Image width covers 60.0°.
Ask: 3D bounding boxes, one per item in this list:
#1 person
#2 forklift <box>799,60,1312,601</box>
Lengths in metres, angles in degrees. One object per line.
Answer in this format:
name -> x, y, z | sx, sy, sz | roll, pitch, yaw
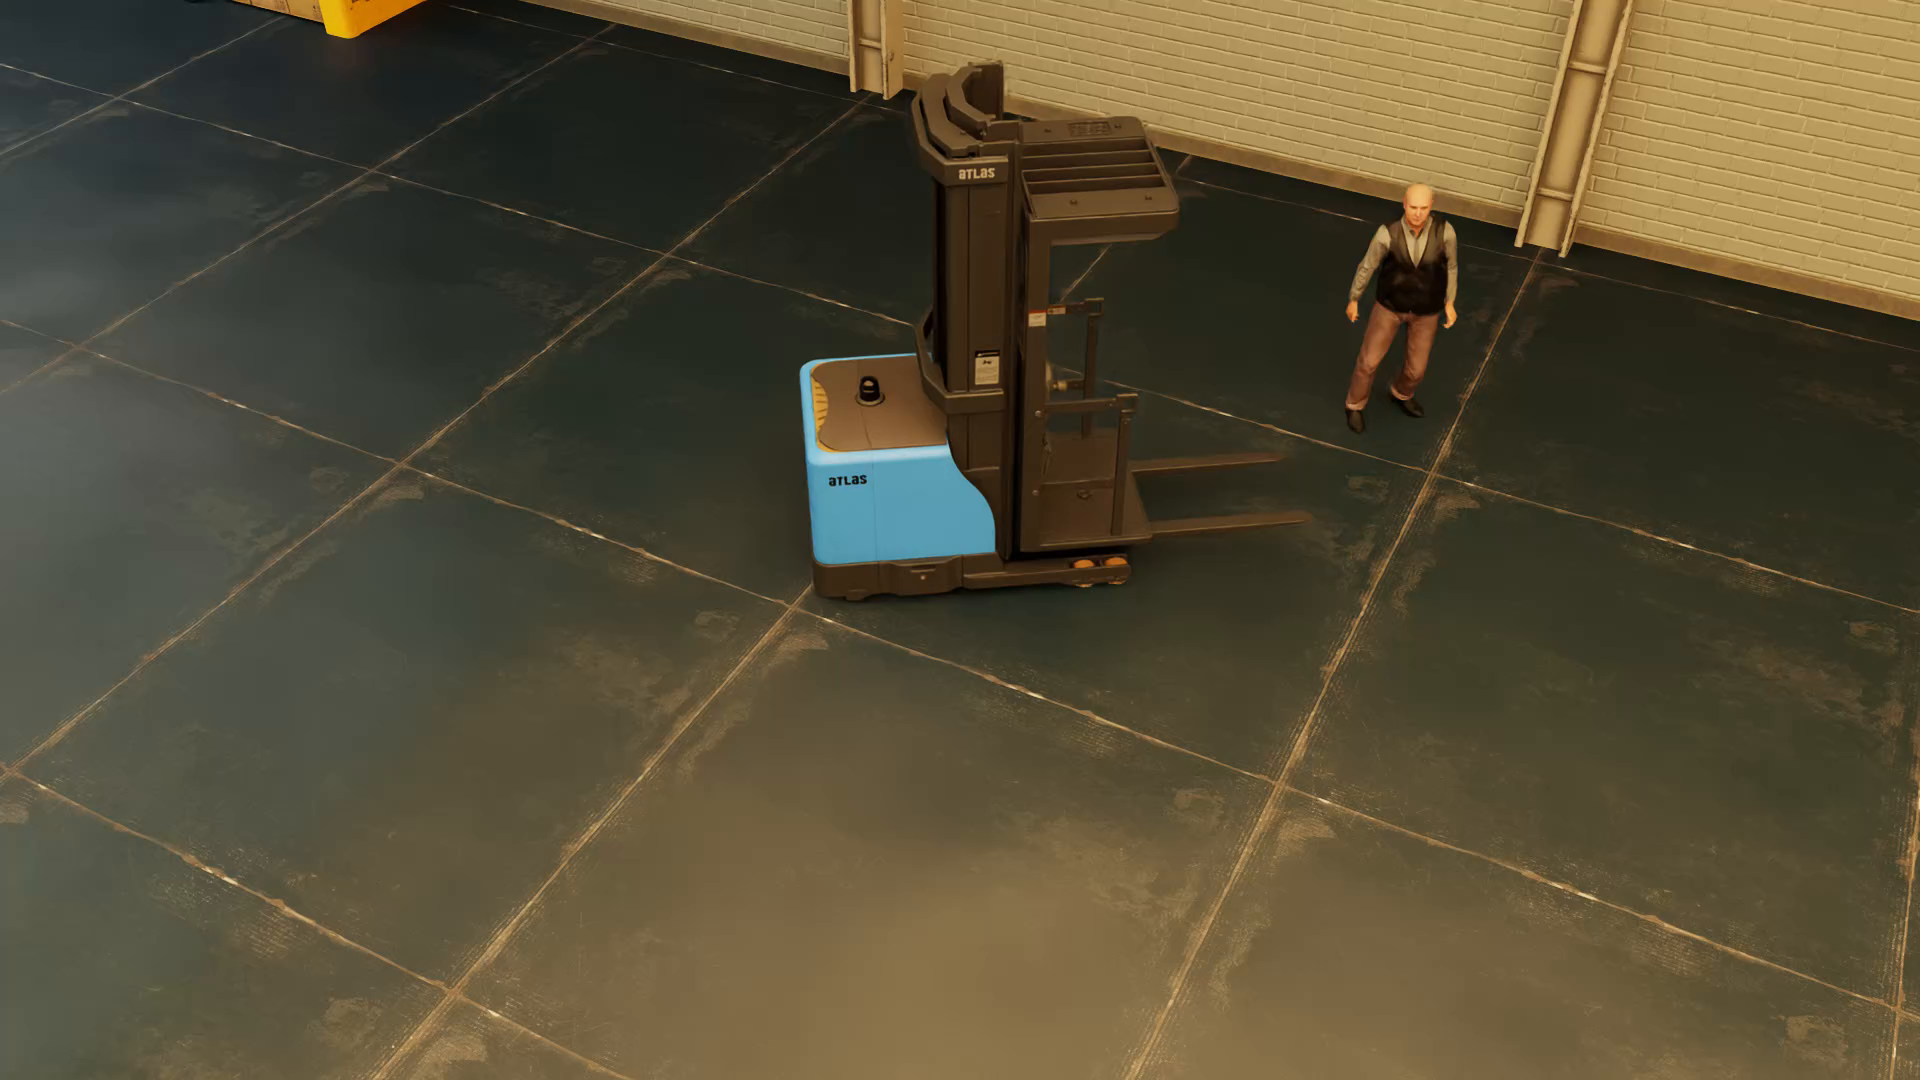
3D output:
person -> 2.851, -1.478, 10.737 | 0.689, 1.694, 0.495 | 6, 40, 7
forklift -> 0.592, -1.175, 9.381 | 3.031, 2.935, 1.130 | -4, 40, -5
